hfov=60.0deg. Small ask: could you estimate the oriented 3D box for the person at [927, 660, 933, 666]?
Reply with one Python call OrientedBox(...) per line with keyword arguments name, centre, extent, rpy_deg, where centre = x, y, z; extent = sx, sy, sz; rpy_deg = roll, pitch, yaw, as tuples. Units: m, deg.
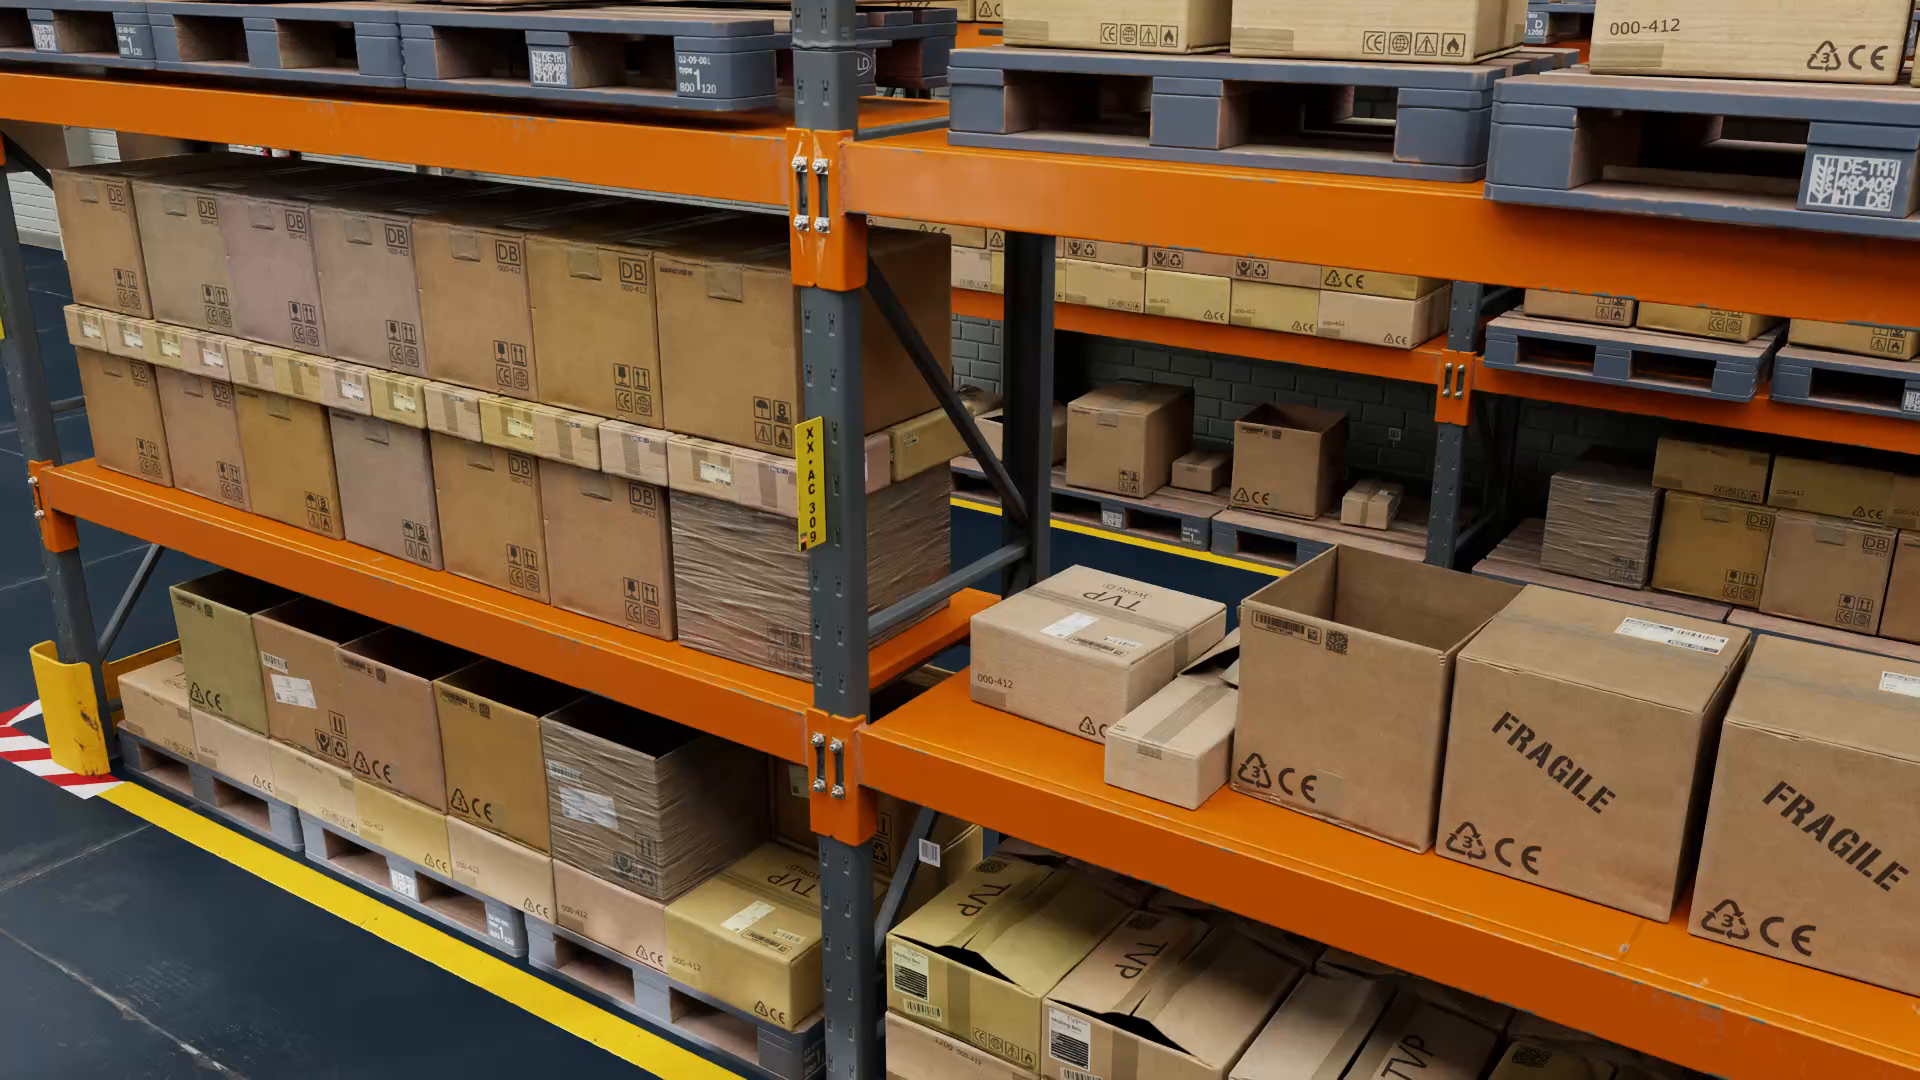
OrientedBox(name="person", centre=(-0.282, 0.084, 6.841), extent=(0.349, 1.674, 0.439), rpy_deg=(13, 24, 33))
